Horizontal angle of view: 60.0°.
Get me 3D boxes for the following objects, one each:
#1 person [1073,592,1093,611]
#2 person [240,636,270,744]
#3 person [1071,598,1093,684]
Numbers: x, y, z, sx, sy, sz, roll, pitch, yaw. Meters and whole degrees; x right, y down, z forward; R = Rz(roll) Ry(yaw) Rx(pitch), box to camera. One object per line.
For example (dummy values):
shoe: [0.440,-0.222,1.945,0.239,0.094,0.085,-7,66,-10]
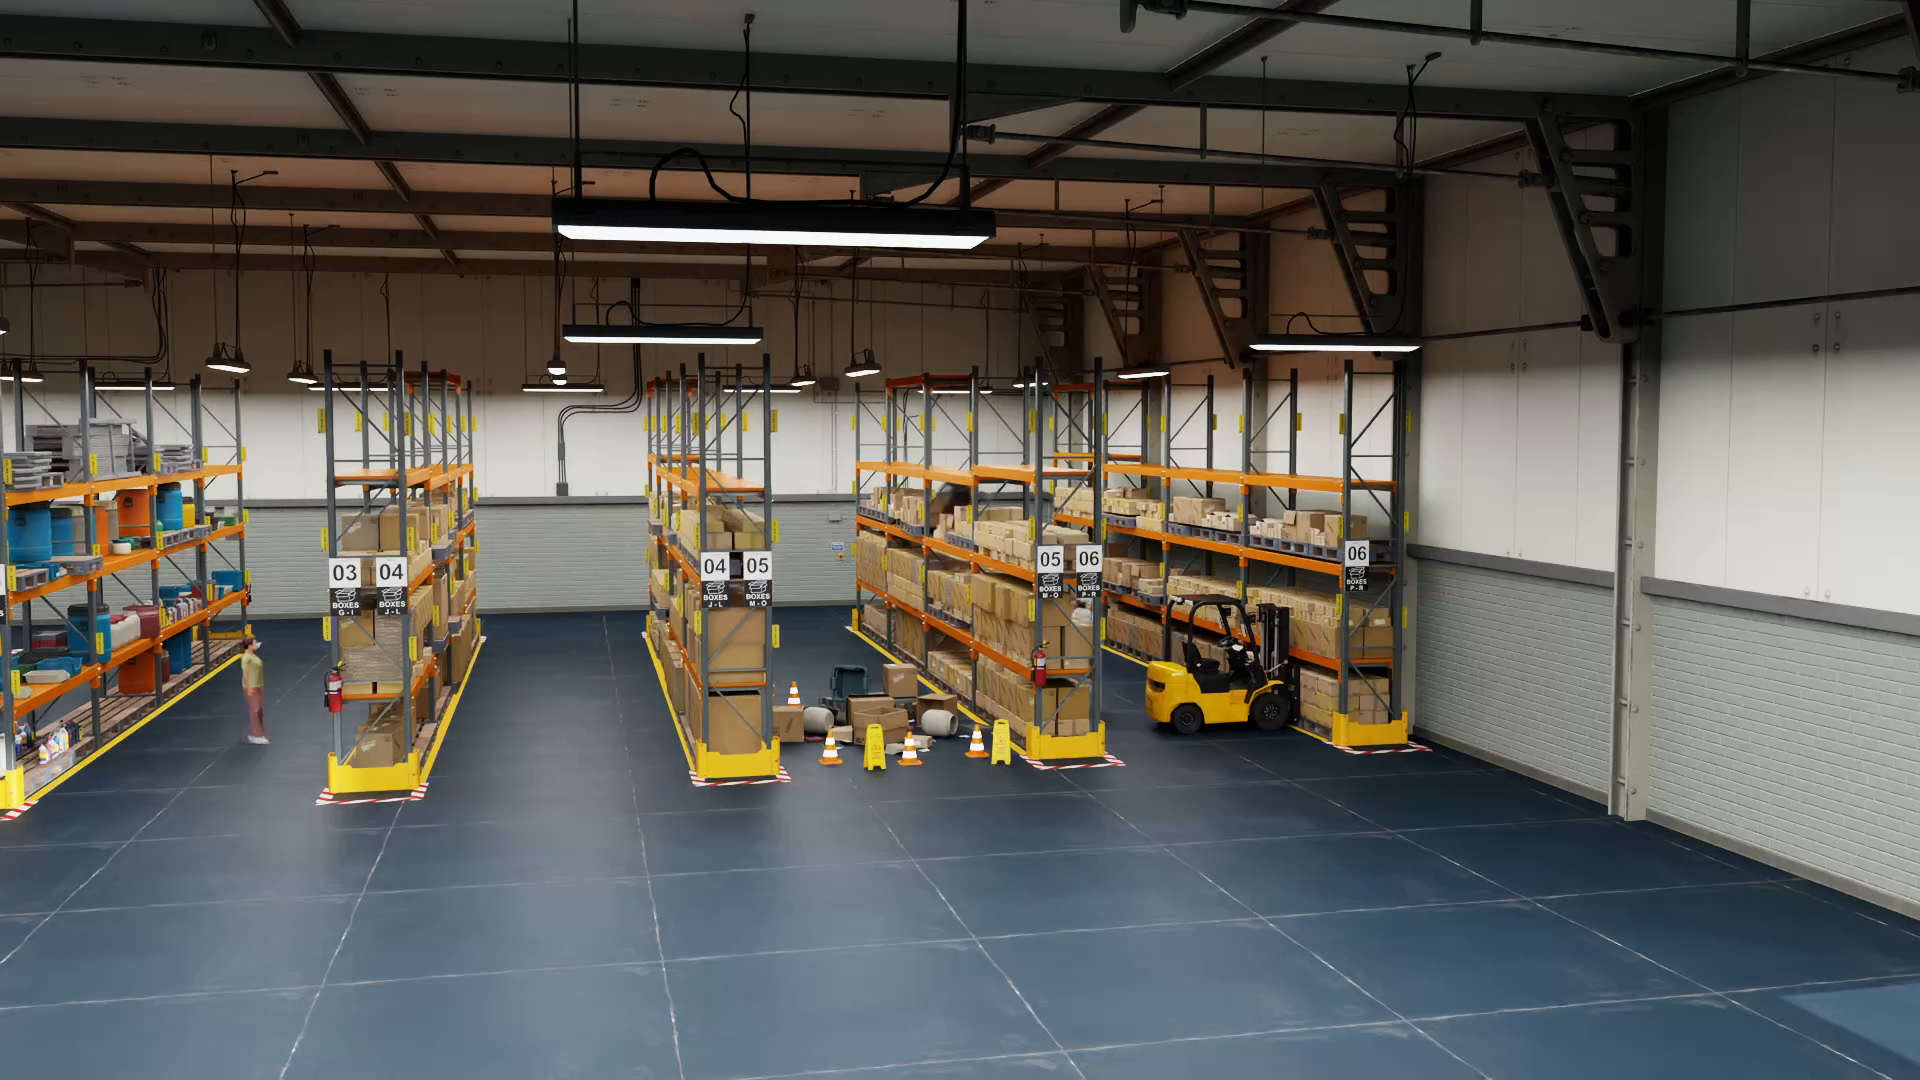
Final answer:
person: [2.590,1.378,35.237,0.491,1.767,0.585,-1,4,-8]
person: [-11.093,2.364,26.295,0.566,1.695,0.450,1,4,13]
person: [2.193,1.851,30.090,0.596,1.771,0.643,-1,4,-9]
